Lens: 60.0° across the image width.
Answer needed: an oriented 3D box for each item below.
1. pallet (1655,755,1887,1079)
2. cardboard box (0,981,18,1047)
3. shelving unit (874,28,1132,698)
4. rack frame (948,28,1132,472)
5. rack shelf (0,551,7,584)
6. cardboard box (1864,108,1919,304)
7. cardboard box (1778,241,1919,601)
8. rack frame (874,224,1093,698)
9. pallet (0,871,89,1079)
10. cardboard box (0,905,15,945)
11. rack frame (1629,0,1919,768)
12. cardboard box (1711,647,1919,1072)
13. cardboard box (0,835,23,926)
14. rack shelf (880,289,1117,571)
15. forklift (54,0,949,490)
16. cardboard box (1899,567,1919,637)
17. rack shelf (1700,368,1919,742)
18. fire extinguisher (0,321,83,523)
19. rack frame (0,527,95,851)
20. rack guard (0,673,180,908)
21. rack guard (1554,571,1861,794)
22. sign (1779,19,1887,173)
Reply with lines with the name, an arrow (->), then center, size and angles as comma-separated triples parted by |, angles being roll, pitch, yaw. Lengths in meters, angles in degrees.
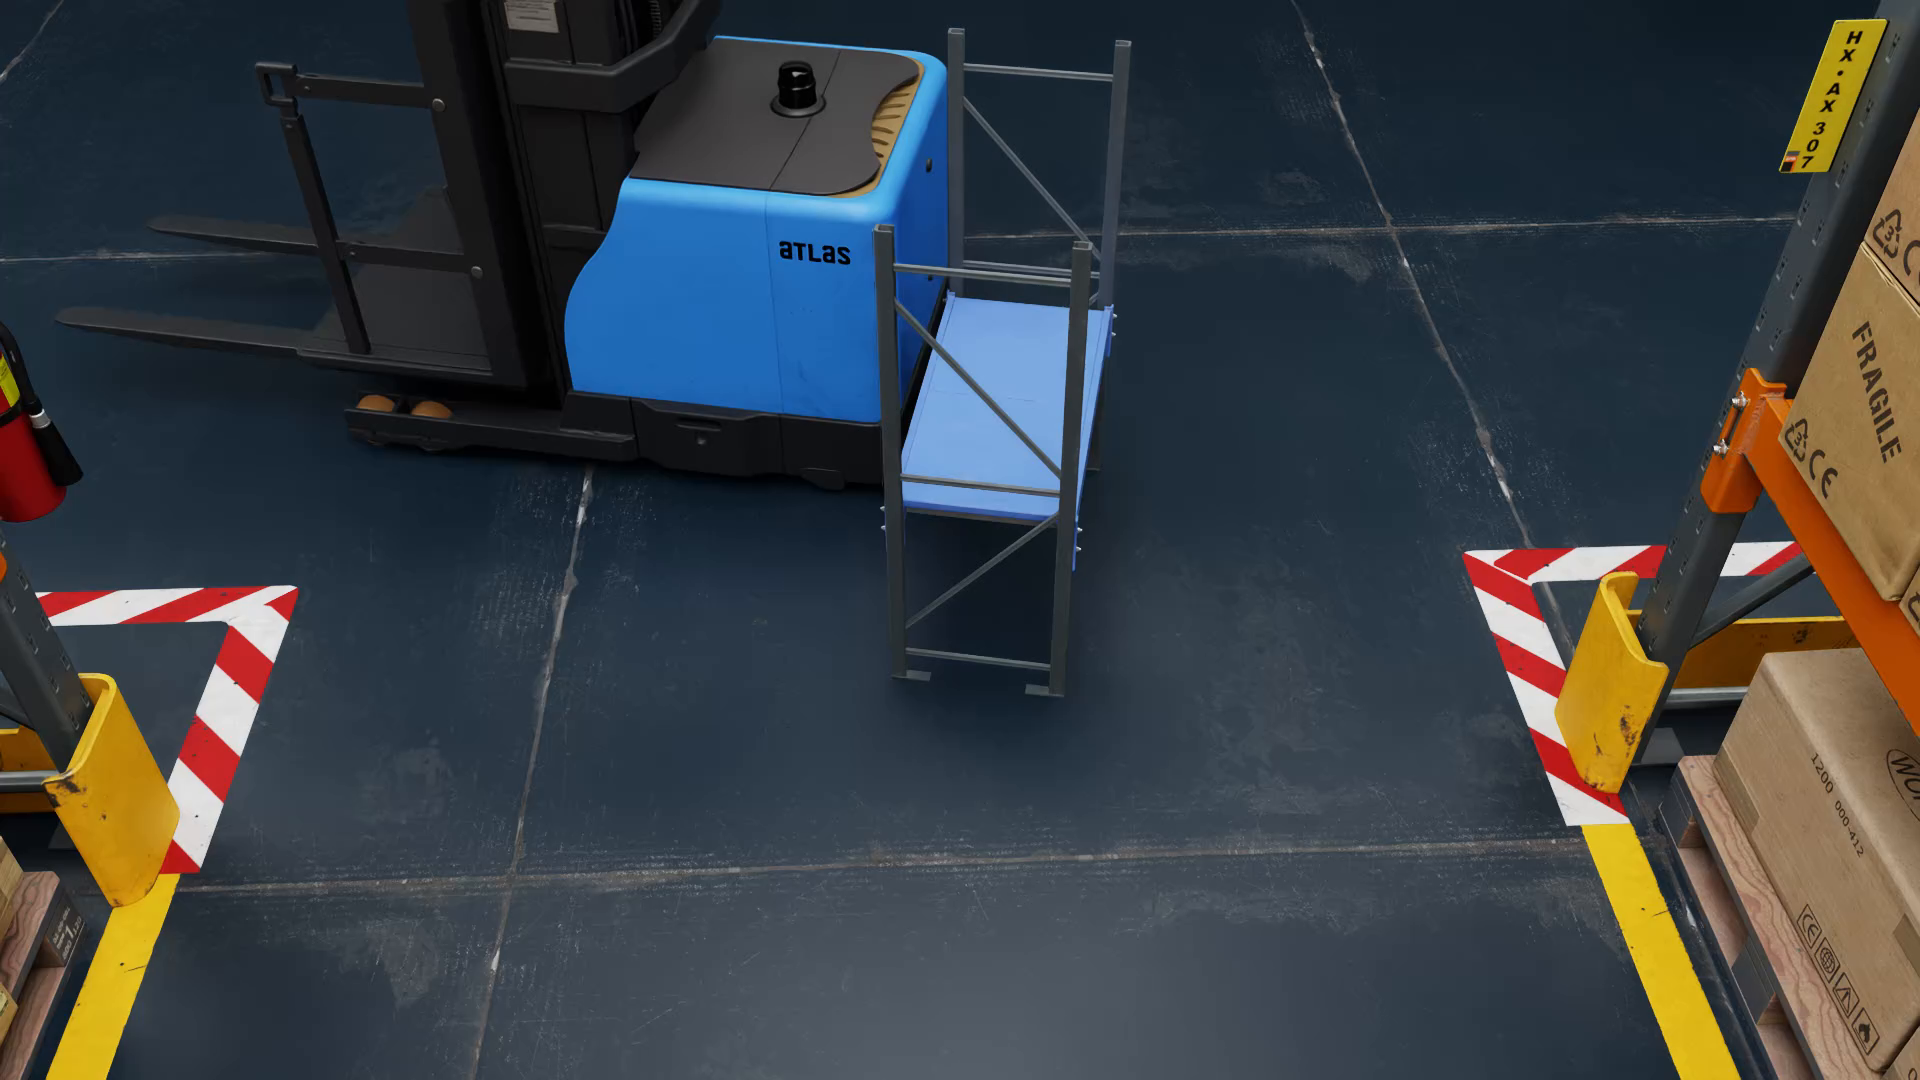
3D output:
pallet -> 2.386, 1.031, 3.969 | 1.003, 0.211, 1.213 | -2, 43, -2
cardboard box -> -2.324, 1.092, 3.638 | 0.380, 0.149, 0.250 | 0, 43, 0
shelving unit -> 0.134, -0.476, 4.660 | 0.538, 1.500, 1.048 | 6, 43, 7
rack frame -> 0.216, -0.815, 5.029 | 0.500, 1.500, 0.032 | 6, 43, 7
rack shelf -> -2.582, 1.291, 2.154 | 1.077, 0.370, 4.000 | -2, 43, -2
cardboard box -> 2.010, -0.608, 2.879 | 0.500, 0.500, 0.500 | -3, 43, -3
cardboard box -> 2.008, -0.239, 3.217 | 0.500, 0.500, 0.500 | -2, 43, -2
rack frame -> 0.051, -0.137, 4.290 | 0.500, 1.500, 0.032 | 6, 43, 7
pallet -> -2.665, 1.304, 3.671 | 1.003, 0.211, 1.213 | -2, 43, -2
cardboard box -> -2.436, 0.921, 3.824 | 0.380, 0.149, 0.250 | -1, 43, -1
rack frame -> 2.274, -0.535, 3.614 | 1.000, 3.000, 0.127 | -2, 43, -2
cardboard box -> 2.402, 0.698, 3.854 | 0.875, 0.438, 0.875 | -3, 43, -3
cardboard box -> -2.360, 0.810, 3.725 | 0.380, 0.149, 0.250 | -3, 43, -3
rack shelf -> 0.134, -0.344, 4.781 | 0.538, 0.185, 1.000 | 6, 43, 7
forklift -> -1.591, -1.723, 4.960 | 3.031, 2.935, 1.130 | 7, 43, 7
cardboard box -> 2.057, 0.101, 2.846 | 0.500, 0.500, 0.500 | -2, 43, -2
rack shelf -> 2.359, 1.081, 2.384 | 1.077, 0.370, 4.000 | -2, 43, -2
fire extinguisher -> -2.217, -0.342, 3.736 | 0.296, 0.674, 0.183 | -2, 43, -2
rack frame -> -2.667, -0.325, 3.384 | 1.000, 3.000, 0.127 | -2, 43, -2
rack guard -> -2.664, 0.648, 4.173 | 1.175, 0.500, 0.348 | -2, 43, -2
rack guard -> 2.273, 0.370, 4.476 | 1.175, 0.500, 0.348 | -2, 43, -2
sign -> 1.719, -0.871, 3.281 | 0.100, 0.325, 0.005 | -2, 43, -2
